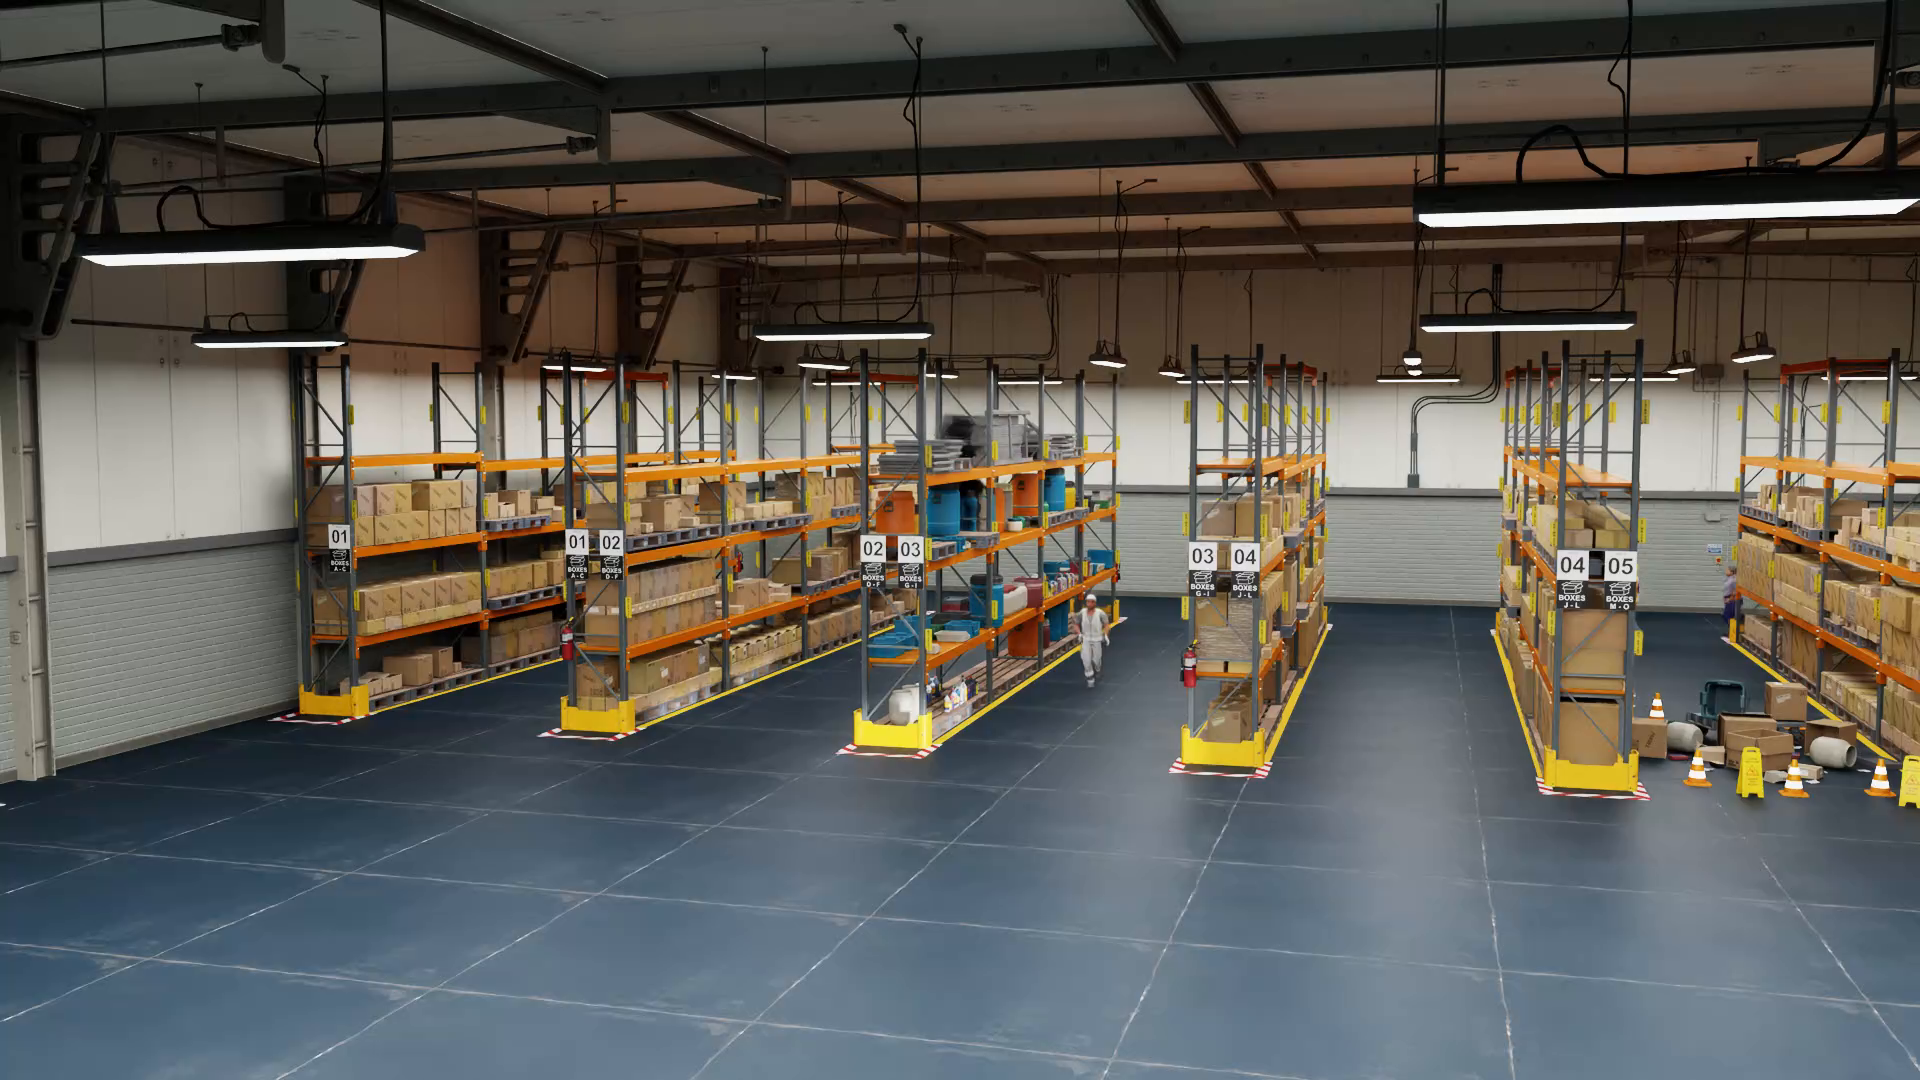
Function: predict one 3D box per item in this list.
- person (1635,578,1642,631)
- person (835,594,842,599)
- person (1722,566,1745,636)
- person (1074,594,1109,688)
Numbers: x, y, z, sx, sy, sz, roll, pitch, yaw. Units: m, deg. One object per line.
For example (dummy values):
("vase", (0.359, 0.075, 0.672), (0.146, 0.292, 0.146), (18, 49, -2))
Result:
("person", (14.709, 1.381, 36.651), (0.718, 1.729, 0.946), (-3, 5, -32))
("person", (-3.341, 0.852, 43.718), (0.933, 1.708, 0.653), (2, 5, 24))
("person", (17.633, 1.388, 37.739), (0.571, 1.589, 0.579), (2, 5, 20))
("person", (2.418, 1.853, 30.528), (0.650, 1.728, 0.630), (1, 4, 8))
